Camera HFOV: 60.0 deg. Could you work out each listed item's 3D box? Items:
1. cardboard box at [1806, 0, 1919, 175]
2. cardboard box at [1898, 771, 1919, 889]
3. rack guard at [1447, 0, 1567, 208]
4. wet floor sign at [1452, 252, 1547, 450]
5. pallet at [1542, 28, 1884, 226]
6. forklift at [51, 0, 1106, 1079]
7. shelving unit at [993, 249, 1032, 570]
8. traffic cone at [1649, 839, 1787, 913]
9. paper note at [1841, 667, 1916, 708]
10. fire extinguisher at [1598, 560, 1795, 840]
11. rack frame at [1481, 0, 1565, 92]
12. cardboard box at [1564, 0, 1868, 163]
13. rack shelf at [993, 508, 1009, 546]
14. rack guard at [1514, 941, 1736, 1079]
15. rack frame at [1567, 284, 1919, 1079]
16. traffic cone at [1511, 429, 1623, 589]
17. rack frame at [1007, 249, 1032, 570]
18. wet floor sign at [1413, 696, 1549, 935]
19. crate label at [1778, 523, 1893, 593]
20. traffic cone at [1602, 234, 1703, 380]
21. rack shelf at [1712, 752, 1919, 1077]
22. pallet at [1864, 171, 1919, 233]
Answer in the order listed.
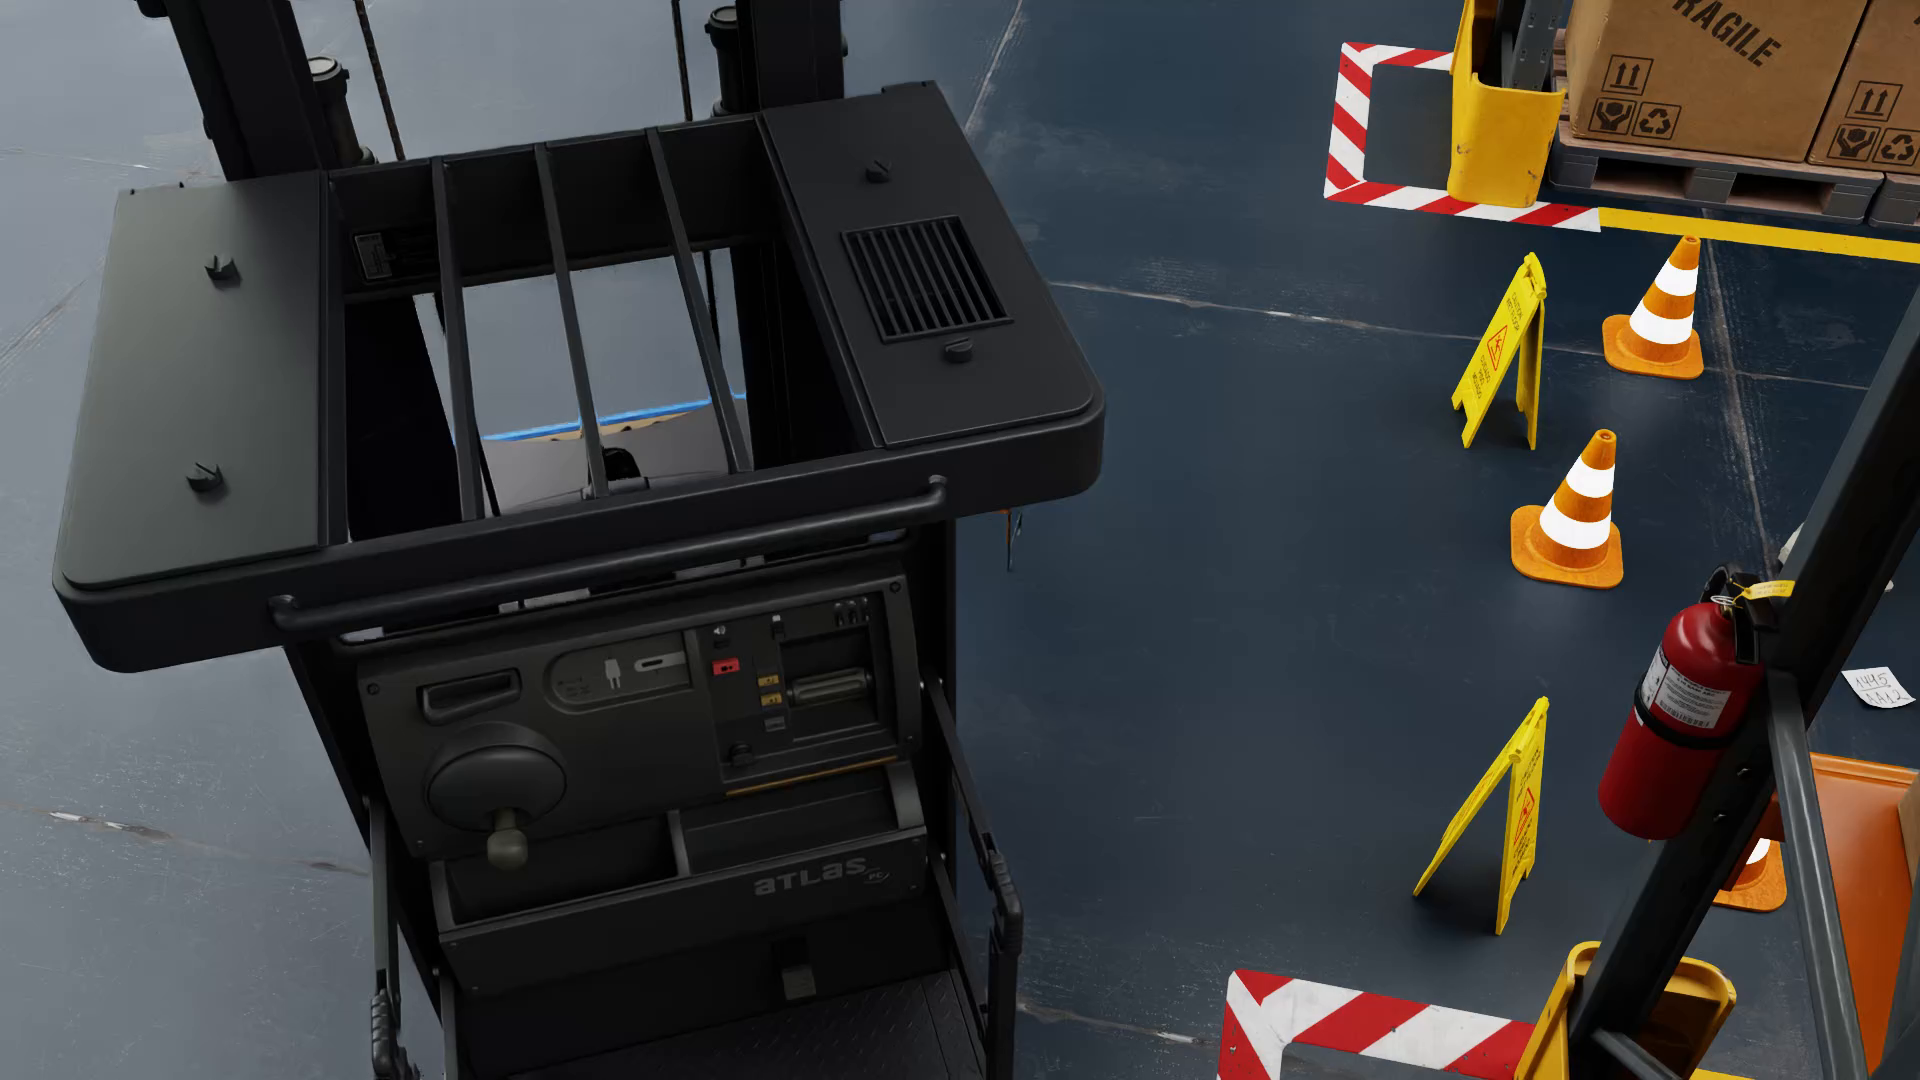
[{"bbox_3d":[3.808,-2.006,6.401,0.875,0.875,0.875,8,45,8],"label":"cardboard box"},{"bbox_3d":[1.702,0.557,2.689,0.250,0.149,0.380,10,45,10],"label":"cardboard box"},{"bbox_3d":[2.249,-1.913,6.877,0.348,0.500,1.175,9,45,9],"label":"rack guard"},{"bbox_3d":[1.812,-0.626,5.436,0.232,0.644,0.267,2,44,2],"label":"wet floor sign"},{"bbox_3d":[3.070,-1.737,6.903,1.213,0.211,1.003,9,45,9],"label":"pallet"},{"bbox_3d":[-0.474,0.397,2.724,1.130,2.935,3.031,-11,45,-11],"label":"forklift"},{"bbox_3d":[0.052,-0.370,4.878,0.252,1.050,0.215,9,45,9],"label":"shelving unit"},{"bbox_3d":[1.992,0.661,4.230,0.334,0.463,0.336,9,45,9],"label":"traffic cone"},{"bbox_3d":[2.648,0.421,4.791,0.142,0.019,0.148,-5,44,-5],"label":"paper note"},{"bbox_3d":[1.279,0.254,2.879,0.183,0.674,0.296,9,45,9],"label":"fire extinguisher"},{"bbox_3d":[2.273,-2.810,6.007,0.127,3.000,1.000,9,45,9],"label":"rack frame"},{"bbox_3d":[2.949,-2.138,6.538,0.875,0.875,0.875,9,45,9],"label":"cardboard box"},{"bbox_3d":[0.052,-0.162,5.078,0.240,0.259,0.215,9,45,9],"label":"rack shelf"},{"bbox_3d":[1.365,1.467,3.365,0.348,0.500,1.175,9,45,9],"label":"rack guard"},{"bbox_3d":[1.290,0.557,2.508,0.053,2.616,0.949,9,45,9],"label":"rack frame"},{"bbox_3d":[1.902,-0.142,5.063,0.334,0.463,0.336,9,45,9],"label":"traffic cone"},{"bbox_3d":[0.171,-0.352,4.858,0.008,1.050,0.200,9,45,9],"label":"rack frame"},{"bbox_3d":[1.339,0.650,4.109,0.232,0.644,0.267,24,49,23],"label":"wet floor sign"},{"bbox_3d":[2.683,0.053,5.096,0.298,0.136,0.250,-12,45,-12],"label":"crate label"},{"bbox_3d":[2.481,-0.855,5.805,0.334,0.463,0.336,9,45,9],"label":"traffic cone"},{"bbox_3d":[3.242,1.117,2.445,4.000,0.370,1.077,9,45,9],"label":"rack shelf"},{"bbox_3d":[4.257,-1.551,6.709,1.213,0.211,1.003,9,45,9],"label":"pallet"}]
